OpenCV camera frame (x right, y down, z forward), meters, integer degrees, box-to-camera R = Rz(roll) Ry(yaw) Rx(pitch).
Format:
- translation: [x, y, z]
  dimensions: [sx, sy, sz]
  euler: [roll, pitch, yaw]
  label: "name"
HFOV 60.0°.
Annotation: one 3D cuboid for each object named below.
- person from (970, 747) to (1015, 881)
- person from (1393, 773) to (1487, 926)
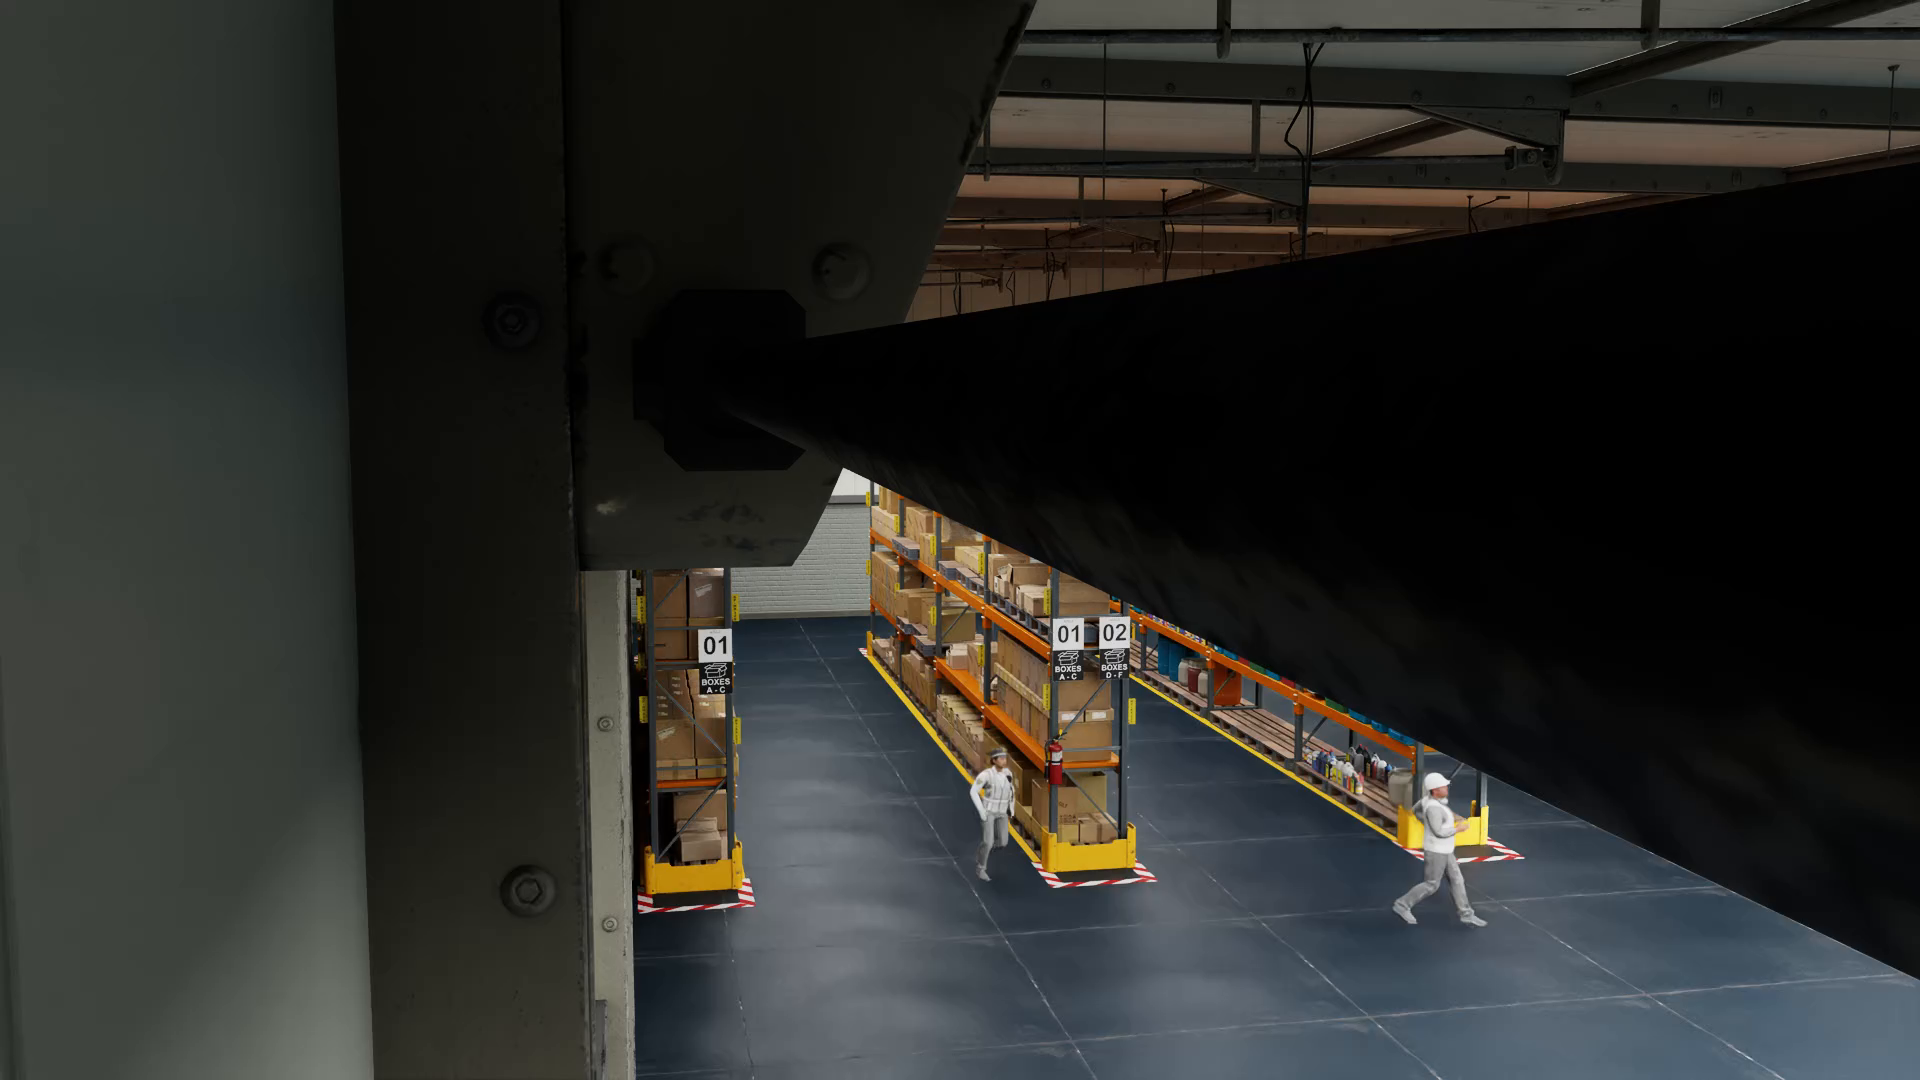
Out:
- translation: [0.425, 3.380, 20.687]
  dimensions: [0.665, 1.649, 0.513]
  euler: [-3, 7, -27]
  label: "person"
- translation: [5.434, 3.477, 18.715]
  dimensions: [1.007, 1.744, 0.665]
  euler: [2, 6, 18]
  label: "person"
